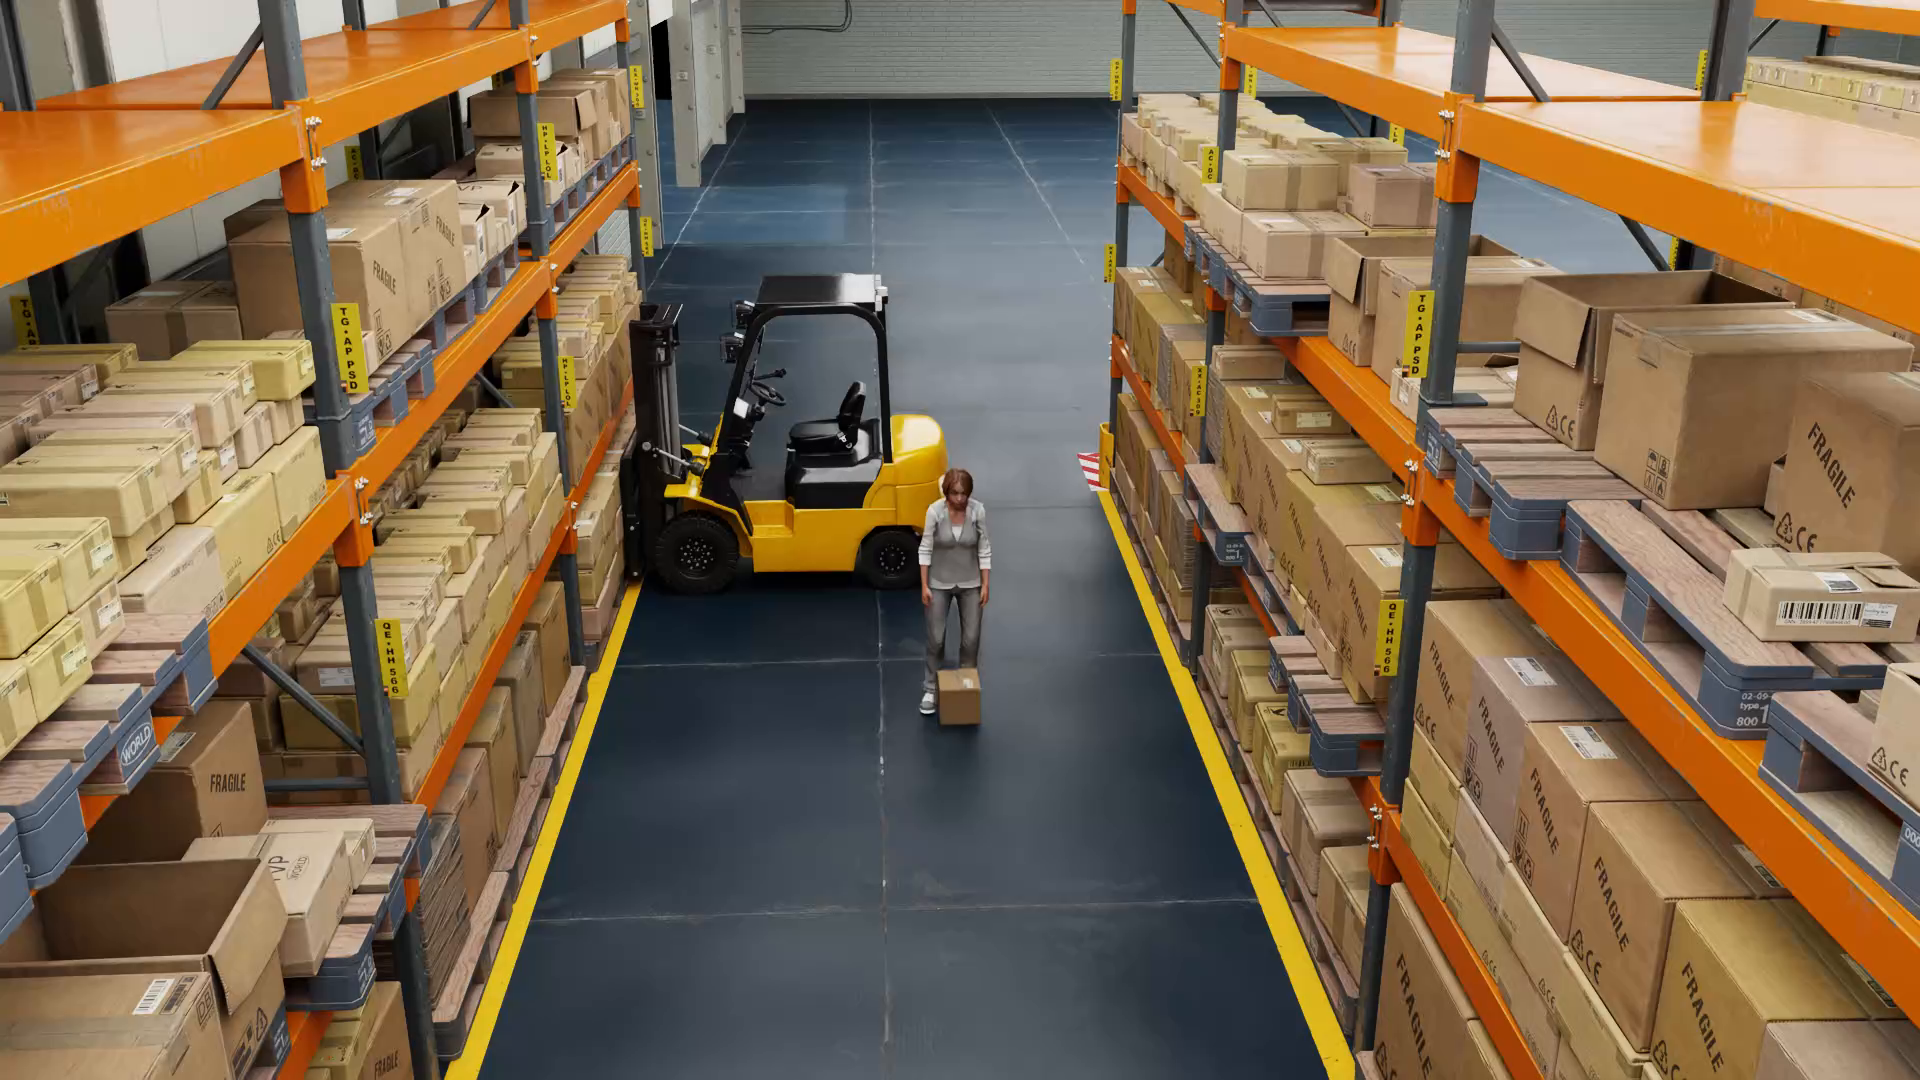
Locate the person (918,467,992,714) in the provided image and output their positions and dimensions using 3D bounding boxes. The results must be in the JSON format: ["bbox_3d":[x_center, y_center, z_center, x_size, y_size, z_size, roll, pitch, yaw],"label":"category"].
[{"bbox_3d":[-0.030,0.304,10.288,0.459,1.594,0.374,-2,21,-5],"label":"person"}]
